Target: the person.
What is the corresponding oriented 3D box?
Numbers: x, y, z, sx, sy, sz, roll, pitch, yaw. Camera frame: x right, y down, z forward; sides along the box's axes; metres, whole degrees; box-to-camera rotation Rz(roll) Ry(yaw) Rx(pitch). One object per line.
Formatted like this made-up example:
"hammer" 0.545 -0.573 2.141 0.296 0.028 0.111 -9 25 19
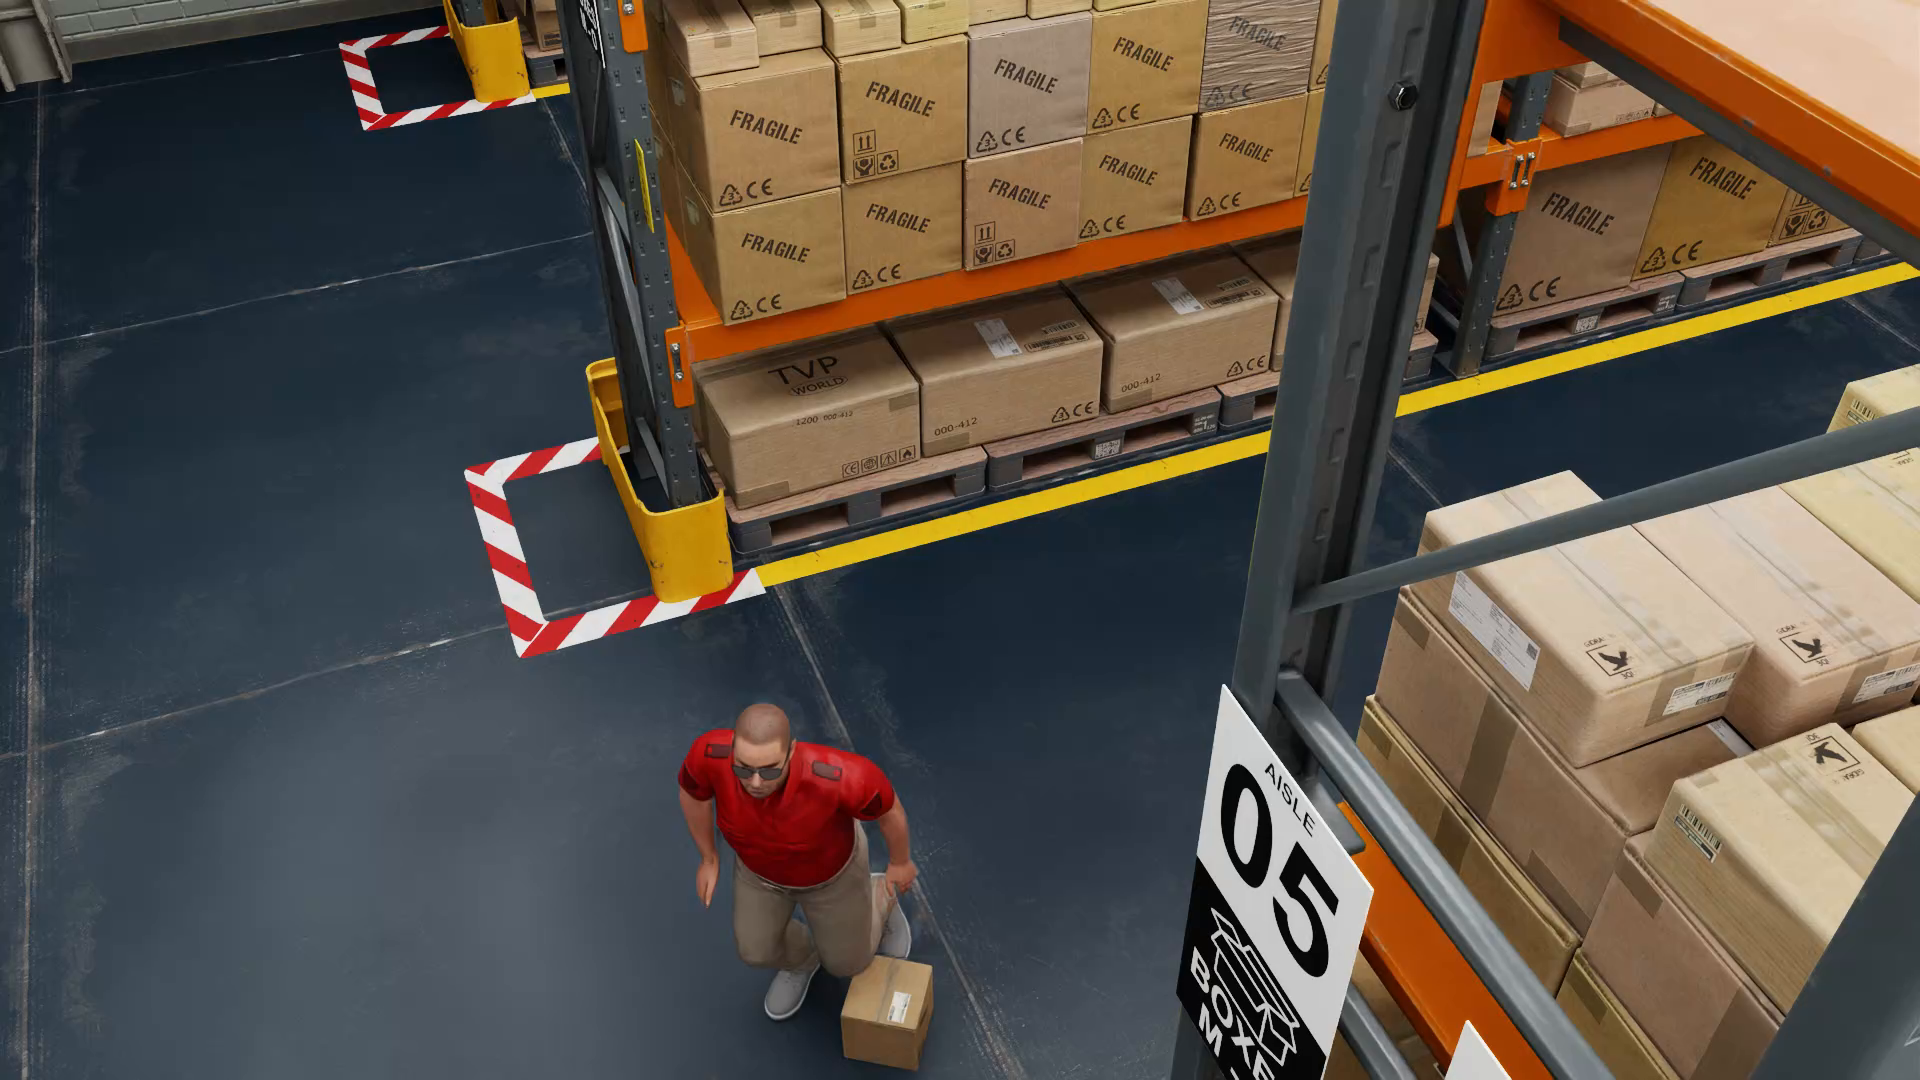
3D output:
"person" -0.469 0.934 5.188 0.695 1.641 0.732 12 43 13
